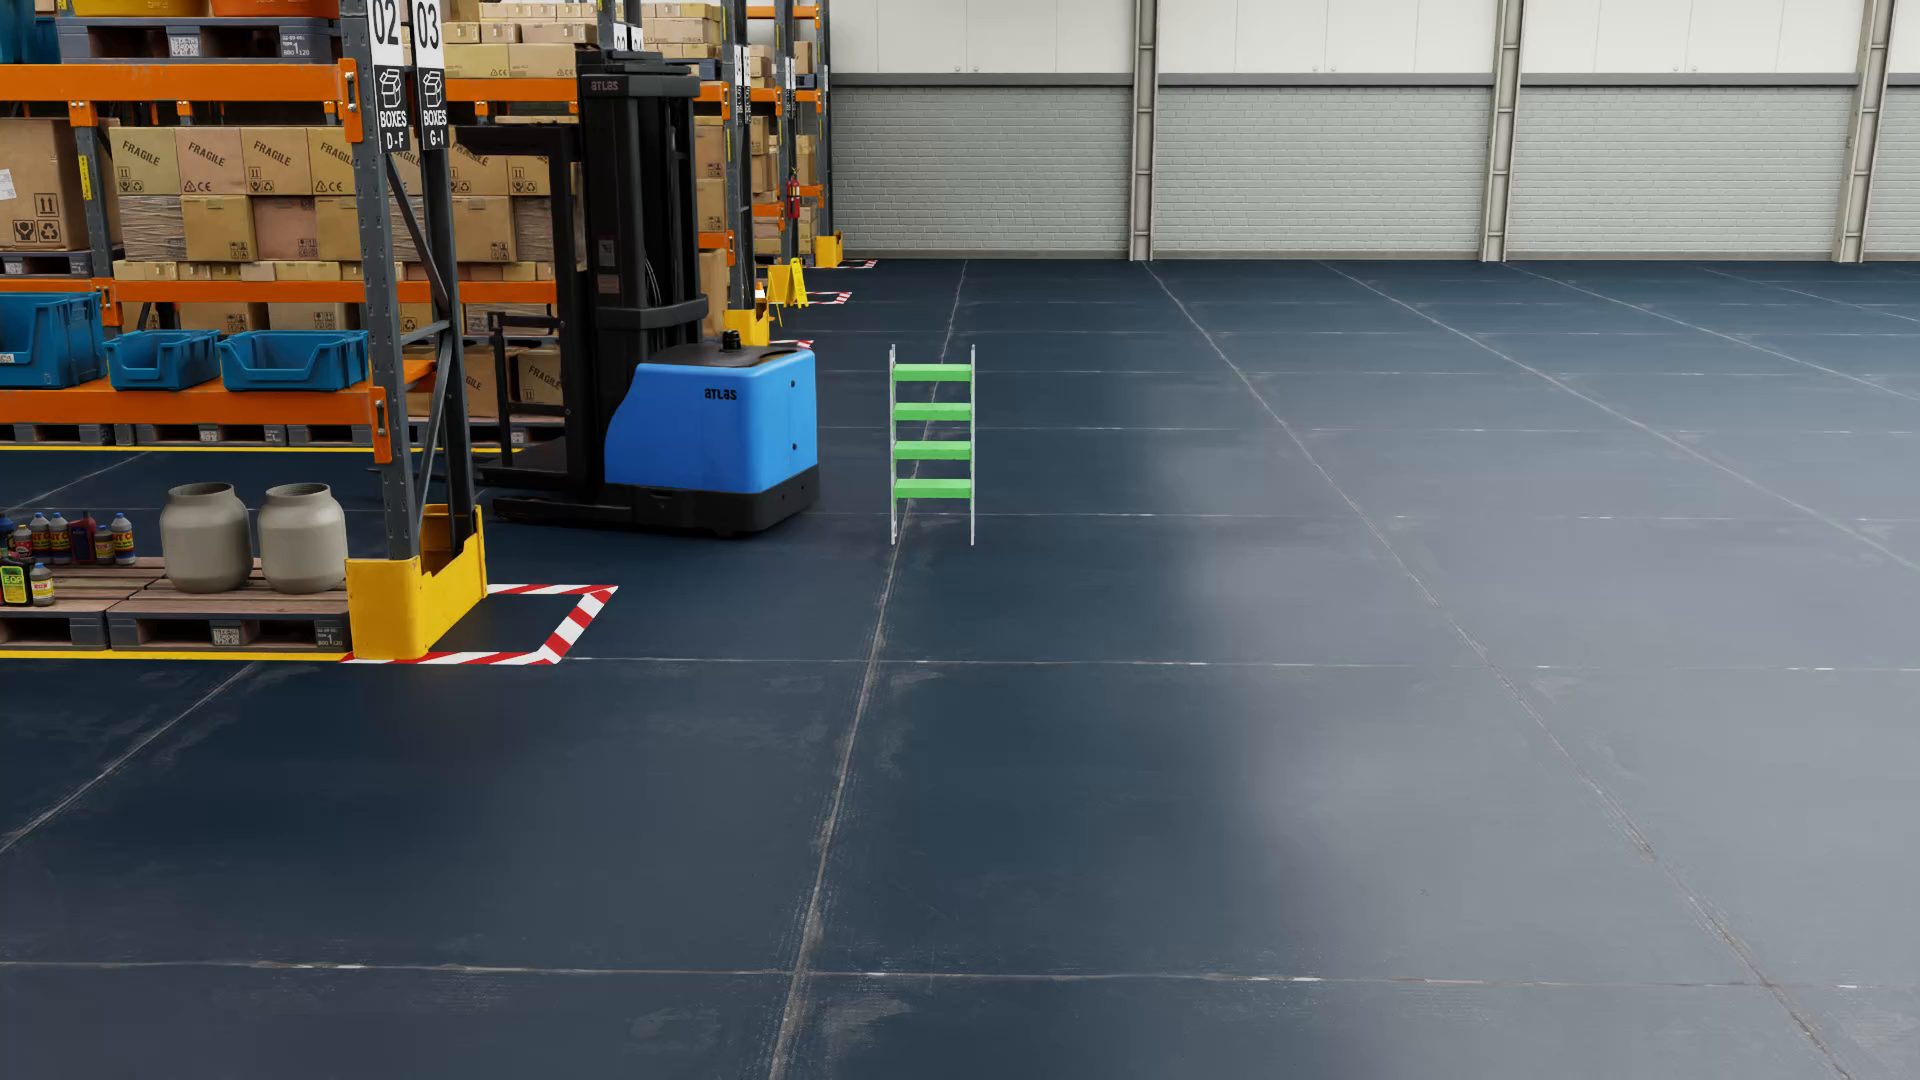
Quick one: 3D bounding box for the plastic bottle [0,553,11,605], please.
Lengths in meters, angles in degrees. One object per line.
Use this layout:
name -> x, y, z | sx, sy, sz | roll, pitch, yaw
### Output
plastic bottle -> -4.818, 0.170, 8.291 | 0.135, 0.276, 0.152 | 0, 15, 2

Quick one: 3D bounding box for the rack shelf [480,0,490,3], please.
rack shelf -> -8.338, -7.214, 22.238 | 4.000, 0.370, 1.077 | 0, 15, 1

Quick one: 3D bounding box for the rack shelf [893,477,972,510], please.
rack shelf -> -0.165, -0.287, 10.269 | 0.480, 0.148, 0.258 | 0, 15, 1

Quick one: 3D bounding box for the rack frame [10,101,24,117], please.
rack frame -> -10.362, -3.605, 18.123 | 0.127, 3.000, 1.000 | 0, 15, 1

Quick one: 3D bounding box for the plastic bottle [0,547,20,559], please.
plastic bottle -> -4.815, 0.140, 8.393 | 0.133, 0.283, 0.061 | 0, 15, 1

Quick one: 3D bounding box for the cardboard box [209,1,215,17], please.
cardboard box -> -6.135, -4.261, 12.970 | 0.500, 0.500, 0.500 | 0, 15, 0

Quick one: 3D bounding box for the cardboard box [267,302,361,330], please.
cardboard box -> -6.986, -2.675, 18.186 | 0.750, 0.750, 1.050 | 0, 15, 1

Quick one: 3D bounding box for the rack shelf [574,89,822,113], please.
rack shelf -> -4.216, -7.197, 27.269 | 4.000, 0.370, 1.077 | 0, 15, 1

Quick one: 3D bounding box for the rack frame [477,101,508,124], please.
rack frame -> -6.338, -4.842, 22.811 | 0.127, 3.000, 1.000 | 0, 15, 1

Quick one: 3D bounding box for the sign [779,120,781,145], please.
sign -> -2.374, -5.387, 21.988 | 0.005, 0.325, 0.100 | 0, 15, 1

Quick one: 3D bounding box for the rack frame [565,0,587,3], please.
rack frame -> -6.215, -9.008, 26.844 | 0.127, 3.000, 1.000 | 0, 15, 1

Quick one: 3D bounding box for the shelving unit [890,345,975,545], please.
shelving unit -> -0.165, -0.581, 10.191 | 0.503, 1.200, 0.258 | 0, 15, 1

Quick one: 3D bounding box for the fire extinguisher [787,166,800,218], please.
fire extinguisher -> -2.237, -4.660, 22.274 | 0.183, 0.674, 0.296 | 0, 15, 1

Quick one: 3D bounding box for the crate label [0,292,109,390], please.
crate label -> -4.566, -0.985, 8.125 | 0.616, 0.435, 0.502 | 0, 15, 1

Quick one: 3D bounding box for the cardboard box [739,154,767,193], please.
cardboard box -> -2.889, -4.941, 22.409 | 0.500, 0.500, 0.500 | 0, 15, 0

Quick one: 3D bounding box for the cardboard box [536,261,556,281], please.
cardboard box -> -3.133, -2.118, 12.980 | 0.250, 0.149, 0.380 | 0, 15, 1

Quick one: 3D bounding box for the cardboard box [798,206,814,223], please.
cardboard box -> -2.685, -5.362, 27.390 | 0.500, 0.250, 0.500 | 1, 15, 3

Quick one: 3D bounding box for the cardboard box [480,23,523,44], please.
cardboard box -> -3.412, -3.787, 12.445 | 0.250, 0.149, 0.380 | 0, 15, -1

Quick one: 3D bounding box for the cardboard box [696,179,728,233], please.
cardboard box -> -2.737, -3.616, 17.871 | 0.550, 0.550, 0.875 | 0, 15, 1

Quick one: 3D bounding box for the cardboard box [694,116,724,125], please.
cardboard box -> -3.362, -5.444, 22.355 | 0.500, 0.500, 0.700 | 1, 15, 2

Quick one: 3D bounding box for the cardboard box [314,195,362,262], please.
cardboard box -> -4.643, -2.484, 13.097 | 0.500, 0.500, 0.875 | 0, 15, 1

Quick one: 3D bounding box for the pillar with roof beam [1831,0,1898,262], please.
pillar with roof beam -> 14.995, -8.001, 23.028 | 0.400, 9.000, 9.100 | 0, 15, 1

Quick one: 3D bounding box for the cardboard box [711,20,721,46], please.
cardboard box -> -2.841, -5.394, 17.717 | 0.500, 0.250, 0.500 | 0, 15, 1

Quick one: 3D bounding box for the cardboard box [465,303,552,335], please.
cardboard box -> -4.835, -2.727, 18.140 | 0.875, 0.875, 0.875 | 0, 15, 2

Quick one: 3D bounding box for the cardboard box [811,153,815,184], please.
cardboard box -> -2.705, -6.204, 27.778 | 0.500, 0.500, 0.500 | 1, 15, 3

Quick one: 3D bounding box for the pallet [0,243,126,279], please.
pallet -> -7.352, -2.264, 13.416 | 1.213, 0.211, 1.003 | 0, 15, 1

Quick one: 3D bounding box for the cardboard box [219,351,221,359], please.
cardboard box -> -5.620, -1.294, 13.442 | 0.500, 0.500, 0.500 | 5, 16, 19

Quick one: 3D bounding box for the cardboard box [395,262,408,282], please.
cardboard box -> -4.385, -2.099, 12.908 | 0.250, 0.149, 0.380 | 0, 15, 1

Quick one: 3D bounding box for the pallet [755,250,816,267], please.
pallet -> -2.982, -4.727, 27.844 | 1.213, 0.211, 1.003 | 0, 15, 1

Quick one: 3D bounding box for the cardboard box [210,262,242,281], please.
cardboard box -> -5.634, -2.116, 12.973 | 0.250, 0.149, 0.380 | 0, 15, 1

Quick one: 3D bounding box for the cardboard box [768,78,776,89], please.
cardboard box -> -2.663, -6.229, 22.684 | 0.250, 0.149, 0.380 | 0, 15, 1

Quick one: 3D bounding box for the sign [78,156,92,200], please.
sign -> -6.602, -2.733, 12.548 | 0.005, 0.325, 0.100 | 0, 15, 1

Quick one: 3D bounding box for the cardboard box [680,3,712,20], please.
cardboard box -> -2.710, -5.434, 17.087 | 0.250, 0.149, 0.380 | 1, 15, 2

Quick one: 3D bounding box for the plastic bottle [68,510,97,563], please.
plastic bottle -> -4.749, -0.022, 9.005 | 0.133, 0.283, 0.061 | 1, 15, 2

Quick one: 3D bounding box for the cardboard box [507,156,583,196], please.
cardboard box -> -3.149, -2.905, 12.730 | 0.500, 0.500, 0.500 | 0, 15, 1

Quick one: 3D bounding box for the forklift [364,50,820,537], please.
forklift -> -2.508, -1.640, 10.811 | 3.031, 2.935, 1.130 | 5, 16, 18

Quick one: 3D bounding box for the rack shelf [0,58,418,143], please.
rack shelf -> -4.718, -2.141, 8.104 | 4.000, 0.370, 1.077 | 0, 15, 1

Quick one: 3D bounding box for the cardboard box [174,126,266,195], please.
cardboard box -> -5.648, -2.919, 12.786 | 0.500, 0.500, 0.500 | 0, 15, 1

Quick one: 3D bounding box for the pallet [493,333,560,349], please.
pallet -> -4.383, -2.198, 18.258 | 1.213, 0.211, 1.003 | 0, 15, 1

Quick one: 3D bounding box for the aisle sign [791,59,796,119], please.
aisle sign -> -2.270, -6.151, 22.679 | 0.004, 0.787, 0.394 | 0, 15, 1

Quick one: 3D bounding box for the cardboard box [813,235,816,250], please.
cardboard box -> -2.702, -5.008, 28.009 | 0.500, 0.250, 0.500 | 0, 15, 2

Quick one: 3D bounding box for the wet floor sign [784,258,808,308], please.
wet floor sign -> -2.177, -3.403, 21.974 | 0.232, 0.644, 0.267 | 6, 16, 21

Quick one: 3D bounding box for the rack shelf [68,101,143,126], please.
rack shelf -> -8.591, -3.430, 12.991 | 4.000, 0.370, 1.077 | 0, 15, 1

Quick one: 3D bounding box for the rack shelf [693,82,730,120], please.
rack shelf -> -4.364, -4.668, 17.684 | 4.000, 0.370, 1.077 | 0, 15, 1

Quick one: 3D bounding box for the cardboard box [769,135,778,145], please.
cardboard box -> -3.090, -6.524, 27.138 | 0.250, 0.149, 0.380 | 1, 15, 3

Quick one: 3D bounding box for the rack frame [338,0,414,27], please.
rack frame -> -2.719, -3.926, 7.581 | 0.127, 3.000, 1.000 | 0, 15, 1

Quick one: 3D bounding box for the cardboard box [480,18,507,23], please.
cardboard box -> -4.873, -5.271, 17.250 | 0.500, 0.250, 0.500 | 0, 15, 1

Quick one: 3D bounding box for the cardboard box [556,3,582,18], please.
cardboard box -> -3.981, -5.442, 17.119 | 0.250, 0.149, 0.380 | 0, 15, 1

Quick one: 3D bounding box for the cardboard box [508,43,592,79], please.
cardboard box -> -3.081, -3.605, 12.536 | 0.500, 0.250, 0.500 | 1, 15, 3

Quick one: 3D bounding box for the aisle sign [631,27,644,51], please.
aisle sign -> -2.523, -3.621, 13.090 | 0.004, 0.787, 0.394 | 0, 15, 1
